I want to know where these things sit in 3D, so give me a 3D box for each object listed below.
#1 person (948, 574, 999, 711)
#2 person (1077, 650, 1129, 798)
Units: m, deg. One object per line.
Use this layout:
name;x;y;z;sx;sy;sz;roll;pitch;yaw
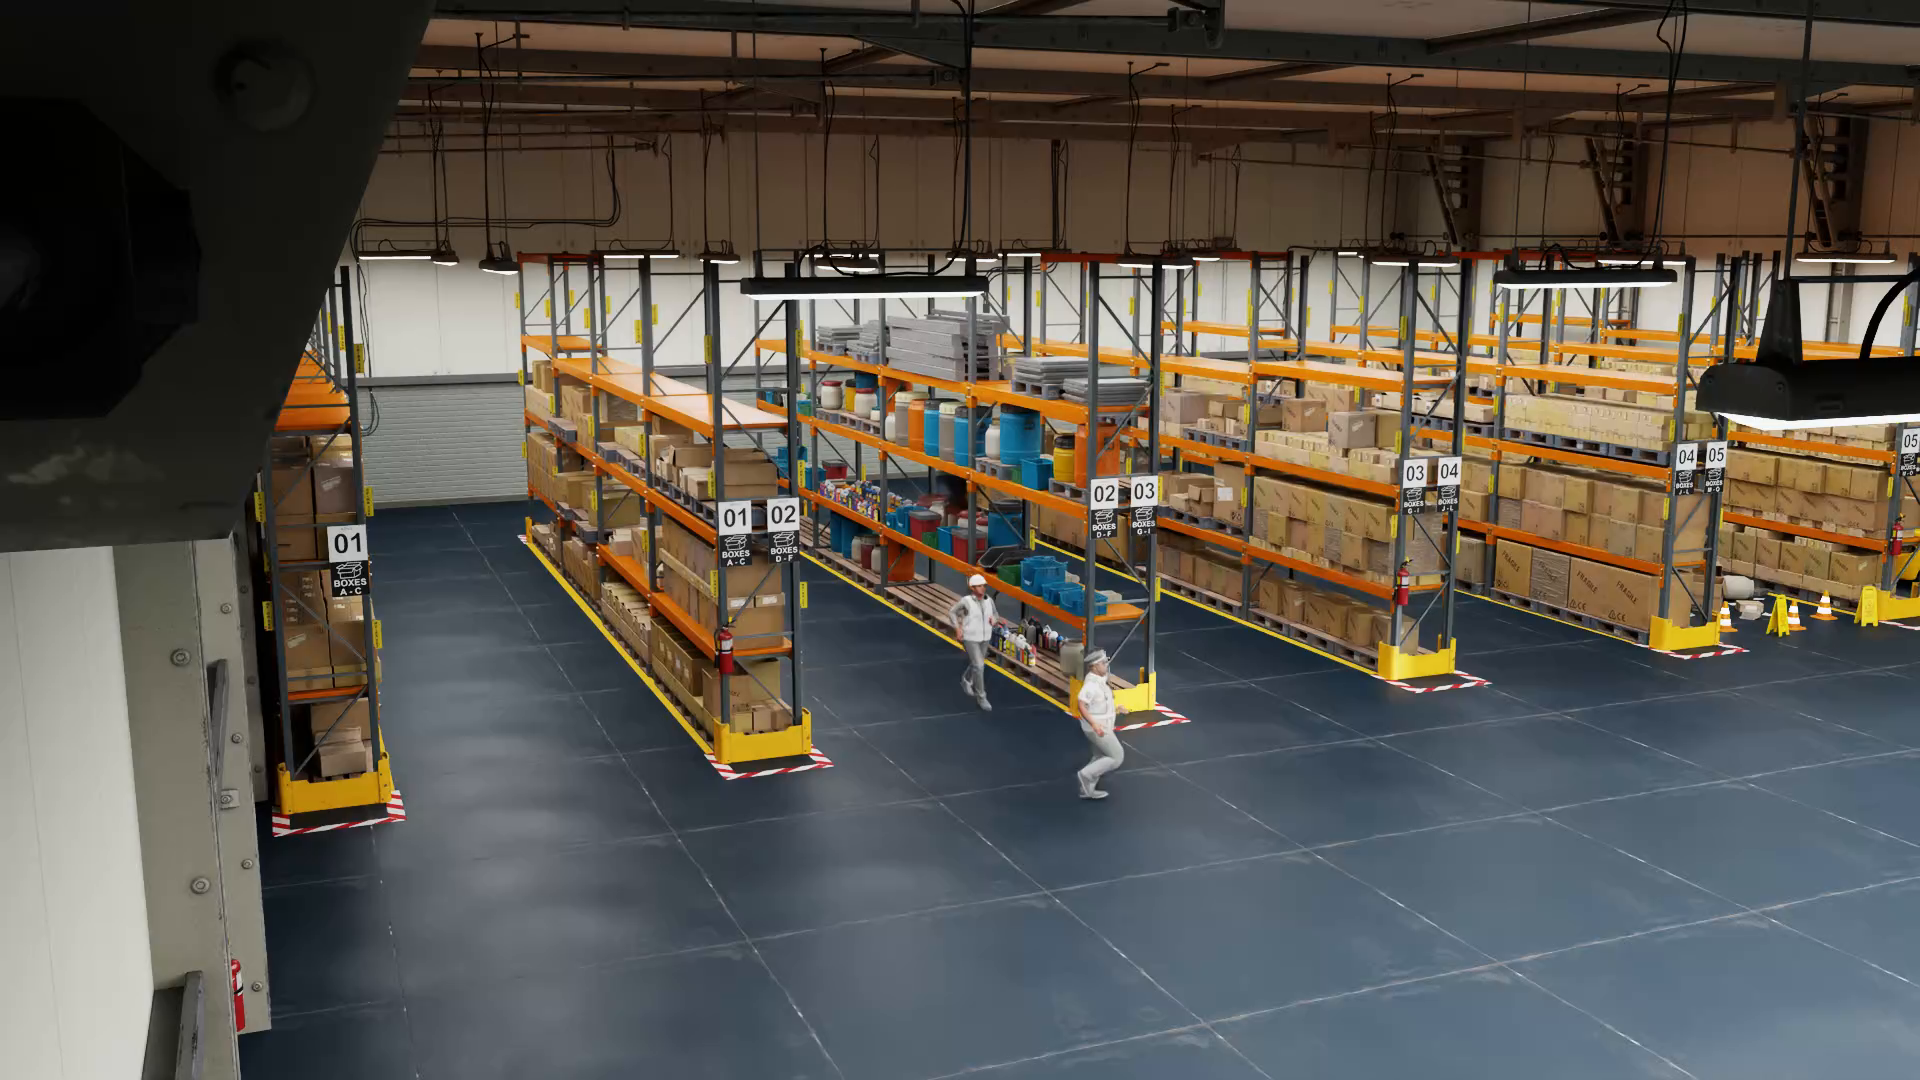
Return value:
person;0.232;1.344;22.640;0.657;1.784;0.879;-7;13;-35
person;1.614;2.088;18.788;0.589;1.733;0.640;1;10;4
